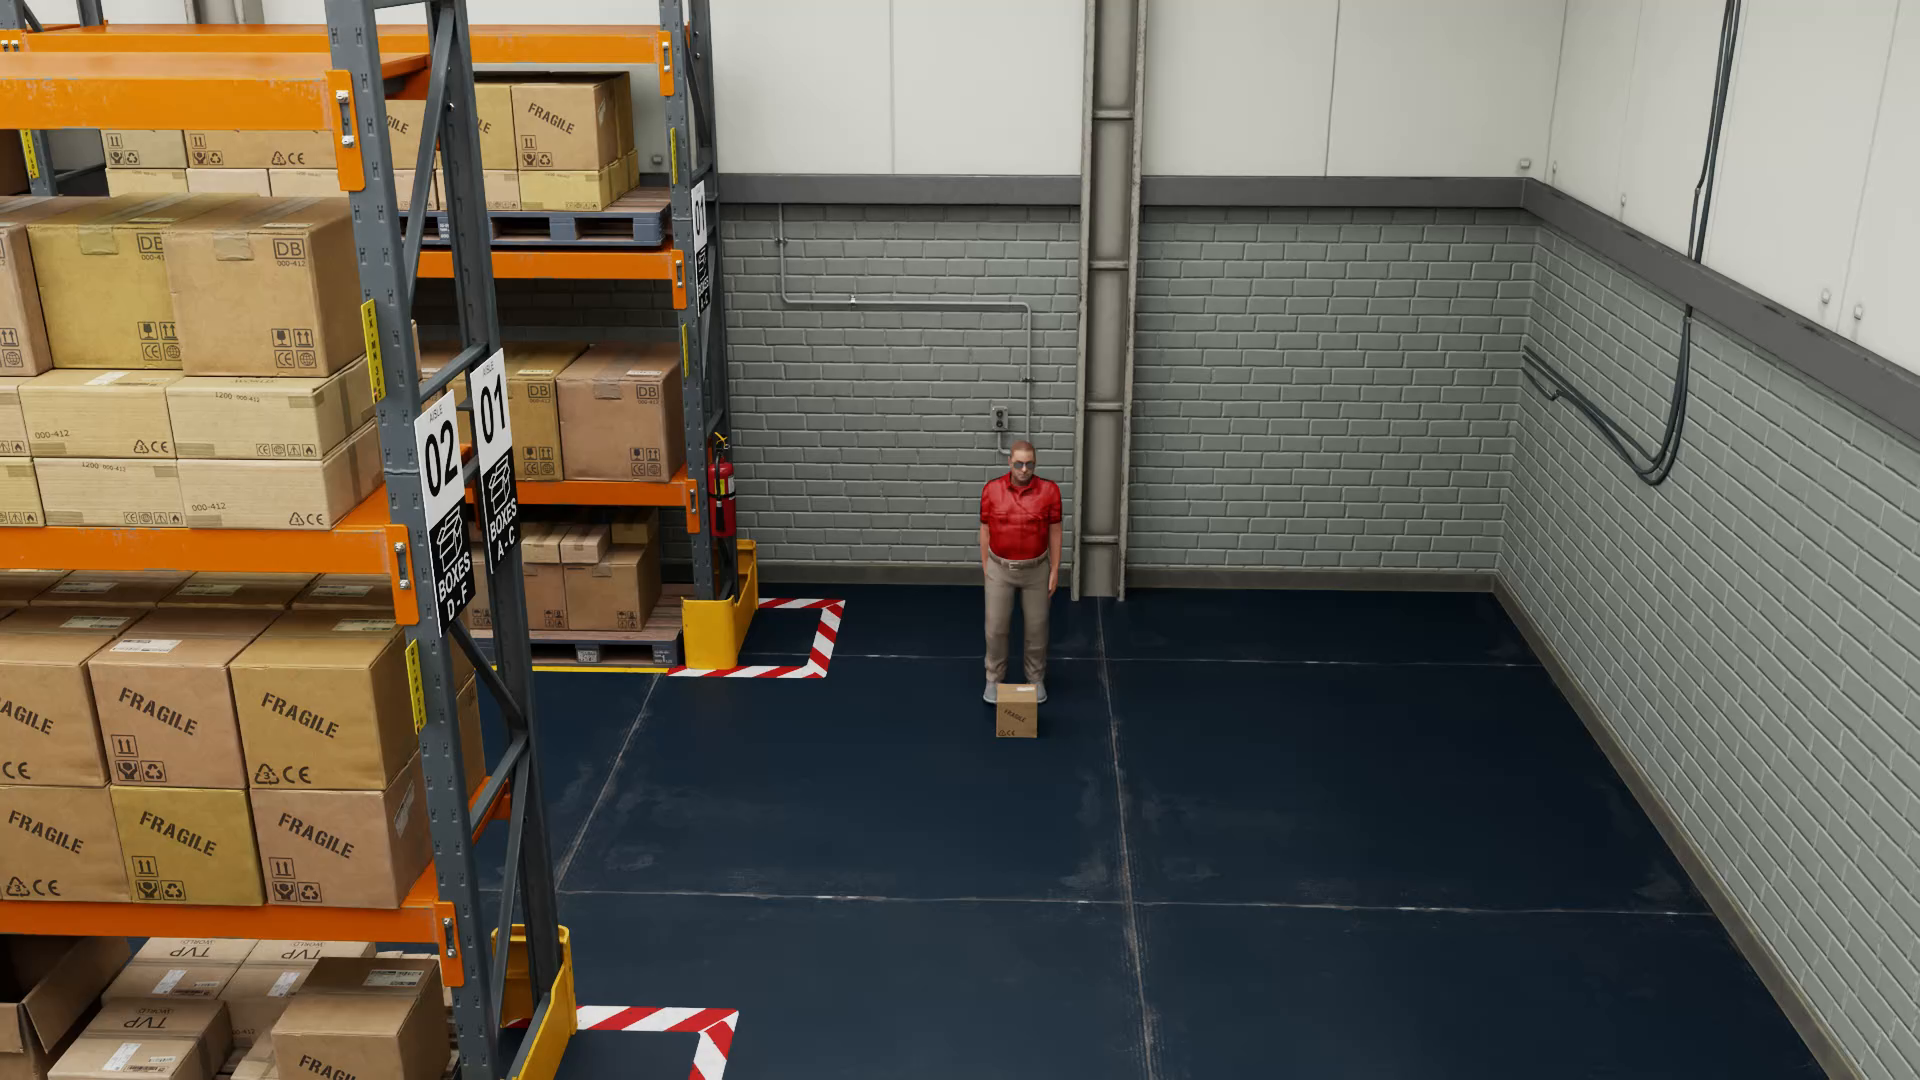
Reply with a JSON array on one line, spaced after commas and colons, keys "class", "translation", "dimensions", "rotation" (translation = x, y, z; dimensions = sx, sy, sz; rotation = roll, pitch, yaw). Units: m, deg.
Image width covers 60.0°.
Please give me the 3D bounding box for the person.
[{"class": "person", "translation": [0.384, 0.210, 10.557], "dimensions": [0.527, 1.722, 0.356], "rotation": [1, 21, 3]}]
